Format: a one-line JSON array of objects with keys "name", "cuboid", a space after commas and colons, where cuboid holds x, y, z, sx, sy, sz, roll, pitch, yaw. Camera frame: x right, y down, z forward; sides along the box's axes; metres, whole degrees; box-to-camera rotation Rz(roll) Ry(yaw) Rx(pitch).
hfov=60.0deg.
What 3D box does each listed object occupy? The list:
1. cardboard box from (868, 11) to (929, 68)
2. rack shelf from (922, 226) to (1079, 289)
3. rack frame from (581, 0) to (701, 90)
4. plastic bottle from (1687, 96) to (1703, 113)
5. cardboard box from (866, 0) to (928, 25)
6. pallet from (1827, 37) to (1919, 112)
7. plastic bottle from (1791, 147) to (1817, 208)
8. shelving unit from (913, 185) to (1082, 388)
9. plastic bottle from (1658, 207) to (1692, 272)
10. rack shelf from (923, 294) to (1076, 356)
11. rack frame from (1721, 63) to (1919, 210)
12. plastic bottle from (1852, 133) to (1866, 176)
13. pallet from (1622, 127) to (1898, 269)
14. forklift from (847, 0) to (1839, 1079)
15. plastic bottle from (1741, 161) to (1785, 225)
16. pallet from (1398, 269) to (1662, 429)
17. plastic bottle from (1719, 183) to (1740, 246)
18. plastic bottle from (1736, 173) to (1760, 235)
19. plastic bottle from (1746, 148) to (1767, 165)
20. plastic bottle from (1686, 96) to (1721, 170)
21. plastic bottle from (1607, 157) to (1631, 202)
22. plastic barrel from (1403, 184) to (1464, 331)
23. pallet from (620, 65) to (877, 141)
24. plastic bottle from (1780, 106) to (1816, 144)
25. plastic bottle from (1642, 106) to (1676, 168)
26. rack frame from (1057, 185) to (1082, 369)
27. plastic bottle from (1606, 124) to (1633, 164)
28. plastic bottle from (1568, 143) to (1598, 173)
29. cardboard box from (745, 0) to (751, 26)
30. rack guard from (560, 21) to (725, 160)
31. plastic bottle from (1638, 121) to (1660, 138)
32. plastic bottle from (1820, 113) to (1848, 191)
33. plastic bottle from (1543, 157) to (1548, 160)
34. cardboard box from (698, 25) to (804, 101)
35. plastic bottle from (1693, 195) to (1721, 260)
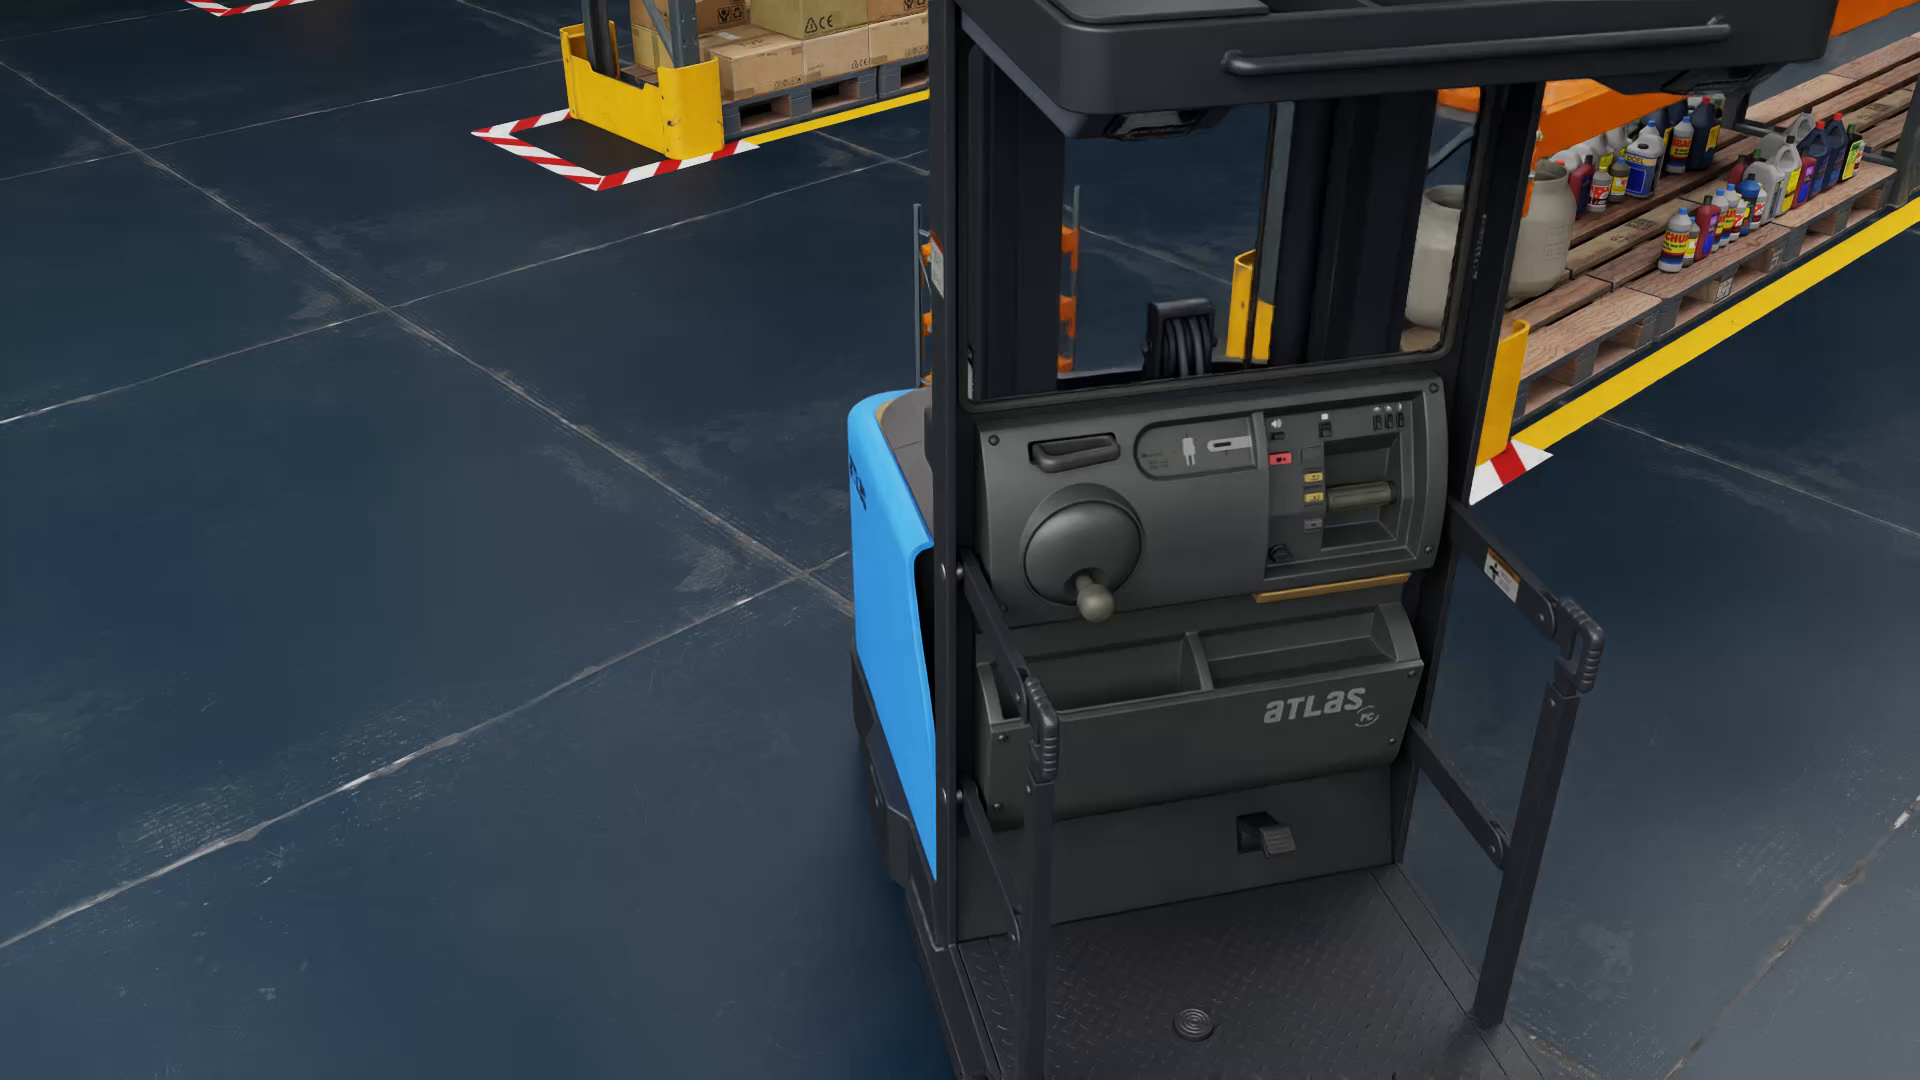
[{"name": "cardboard box", "cuboid": [-0.527, -3.123, 10.215, 0.500, 0.250, 0.500, -26, 40, -35]}, {"name": "rack shelf", "cuboid": [0.121, -0.906, 5.328, 0.480, 0.148, 0.258, -26, 40, -35]}, {"name": "rack frame", "cuboid": [-1.802, -3.656, 8.853, 0.127, 3.000, 1.000, -26, 40, -35]}, {"name": "plastic bottle", "cuboid": [3.746, -2.133, 8.553, 0.135, 0.276, 0.152, -24, 39, -34]}, {"name": "cardboard box", "cuboid": [-0.535, -3.447, 10.026, 0.500, 0.500, 0.500, -26, 40, -35]}, {"name": "pallet", "cuboid": [5.940, -2.717, 9.991, 1.213, 0.211, 1.003, -26, 40, -35]}, {"name": "plastic bottle", "cuboid": [3.988, -1.727, 7.880, 0.133, 0.283, 0.061, -23, 38, -32]}, {"name": "shelving unit", "cuboid": [0.121, -0.571, 5.533, 0.503, 1.200, 0.258, -26, 40, -35]}, {"name": "plastic bottle", "cuboid": [3.104, -1.307, 7.206, 0.097, 0.271, 0.097, 0, 31, 0]}, {"name": "rack shelf", "cuboid": [0.121, -0.704, 5.451, 0.480, 0.148, 0.258, -26, 40, -35]}, {"name": "rack frame", "cuboid": [4.496, -3.178, 8.072, 0.127, 3.000, 1.000, -26, 40, -35]}, {"name": "plastic bottle", "cuboid": [4.442, -1.924, 8.282, 0.097, 0.201, 0.097, 0, 31, 0]}, {"name": "pallet", "cuboid": [3.975, -1.766, 8.436, 1.213, 0.211, 1.003, -26, 40, -35]}, {"name": "forklift", "cuboid": [0.548, -0.029, 2.987, 1.130, 2.935, 3.031, -7, 32, -12]}, {"name": "plastic bottle", "cuboid": [3.720, -1.627, 7.724, 0.135, 0.276, 0.152, -25, 39, -35]}, {"name": "pallet", "cuboid": [2.186, -0.901, 7.021, 1.213, 0.211, 1.003, -26, 40, -35]}, {"name": "plastic bottle", "cuboid": [3.429, -1.464, 7.463, 0.097, 0.271, 0.097, 0, 31, 0]}, {"name": "plastic bottle", "cuboid": [3.577, -1.536, 7.580, 0.097, 0.271, 0.097, 0, 31, 0]}, {"name": "plastic bottle", "cuboid": [3.753, -1.716, 7.863, 0.133, 0.283, 0.061, -26, 40, -35]}, {"name": "plastic bottle", "cuboid": [3.720, -2.053, 8.350, 0.185, 0.351, 0.144, -26, 40, -35]}, {"name": "plastic bottle", "cuboid": [3.149, -1.730, 7.965, 0.097, 0.201, 0.097, 0, 31, 0]}, {"name": "plastic barrel", "cuboid": [1.993, -1.140, 6.721, 0.421, 0.512, 0.421, 0, 31, 0]}, {"name": "pallet", "cuboid": [-1.270, -2.753, 10.050, 1.213, 0.211, 1.003, -26, 40, -35]}, {"name": "plastic bottle", "cuboid": [4.122, -1.952, 8.185, 0.185, 0.351, 0.144, -26, 40, -35]}, {"name": "plastic bottle", "cuboid": [3.483, -2.041, 8.331, 0.144, 0.351, 0.185, 27, 41, 37]}, {"name": "rack frame", "cuboid": [0.300, -0.657, 5.675, 0.015, 1.200, 0.240, -26, 40, -35]}, {"name": "plastic bottle", "cuboid": [3.172, -1.891, 8.084, 0.185, 0.351, 0.144, -26, 40, -36]}, {"name": "plastic bottle", "cuboid": [2.917, -1.732, 7.897, 0.135, 0.276, 0.152, -27, 41, -37]}, {"name": "cardboard box", "cuboid": [-1.252, -3.147, 10.254, 0.500, 0.250, 0.500, -26, 40, -35]}, {"name": "rack guard", "cuboid": [-1.820, -2.581, 9.491, 0.348, 0.500, 1.175, -26, 40, -35]}, {"name": "plastic bottle", "cuboid": [3.401, -1.941, 8.242, 0.097, 0.271, 0.097, 0, 31, 0]}, {"name": "plastic bottle", "cuboid": [4.220, -1.897, 8.095, 0.185, 0.351, 0.144, -27, 41, -37]}, {"name": "plastic bottle", "cuboid": [2.685, -1.656, 7.765, 0.133, 0.283, 0.061, -25, 39, -34]}, {"name": "cardboard box", "cuboid": [-1.258, -2.767, 9.633, 0.500, 0.250, 0.500, -26, 40, -35]}, {"name": "plastic bottle", "cuboid": [3.282, -1.386, 7.323, 0.133, 0.283, 0.061, -25, 39, -35]}]
